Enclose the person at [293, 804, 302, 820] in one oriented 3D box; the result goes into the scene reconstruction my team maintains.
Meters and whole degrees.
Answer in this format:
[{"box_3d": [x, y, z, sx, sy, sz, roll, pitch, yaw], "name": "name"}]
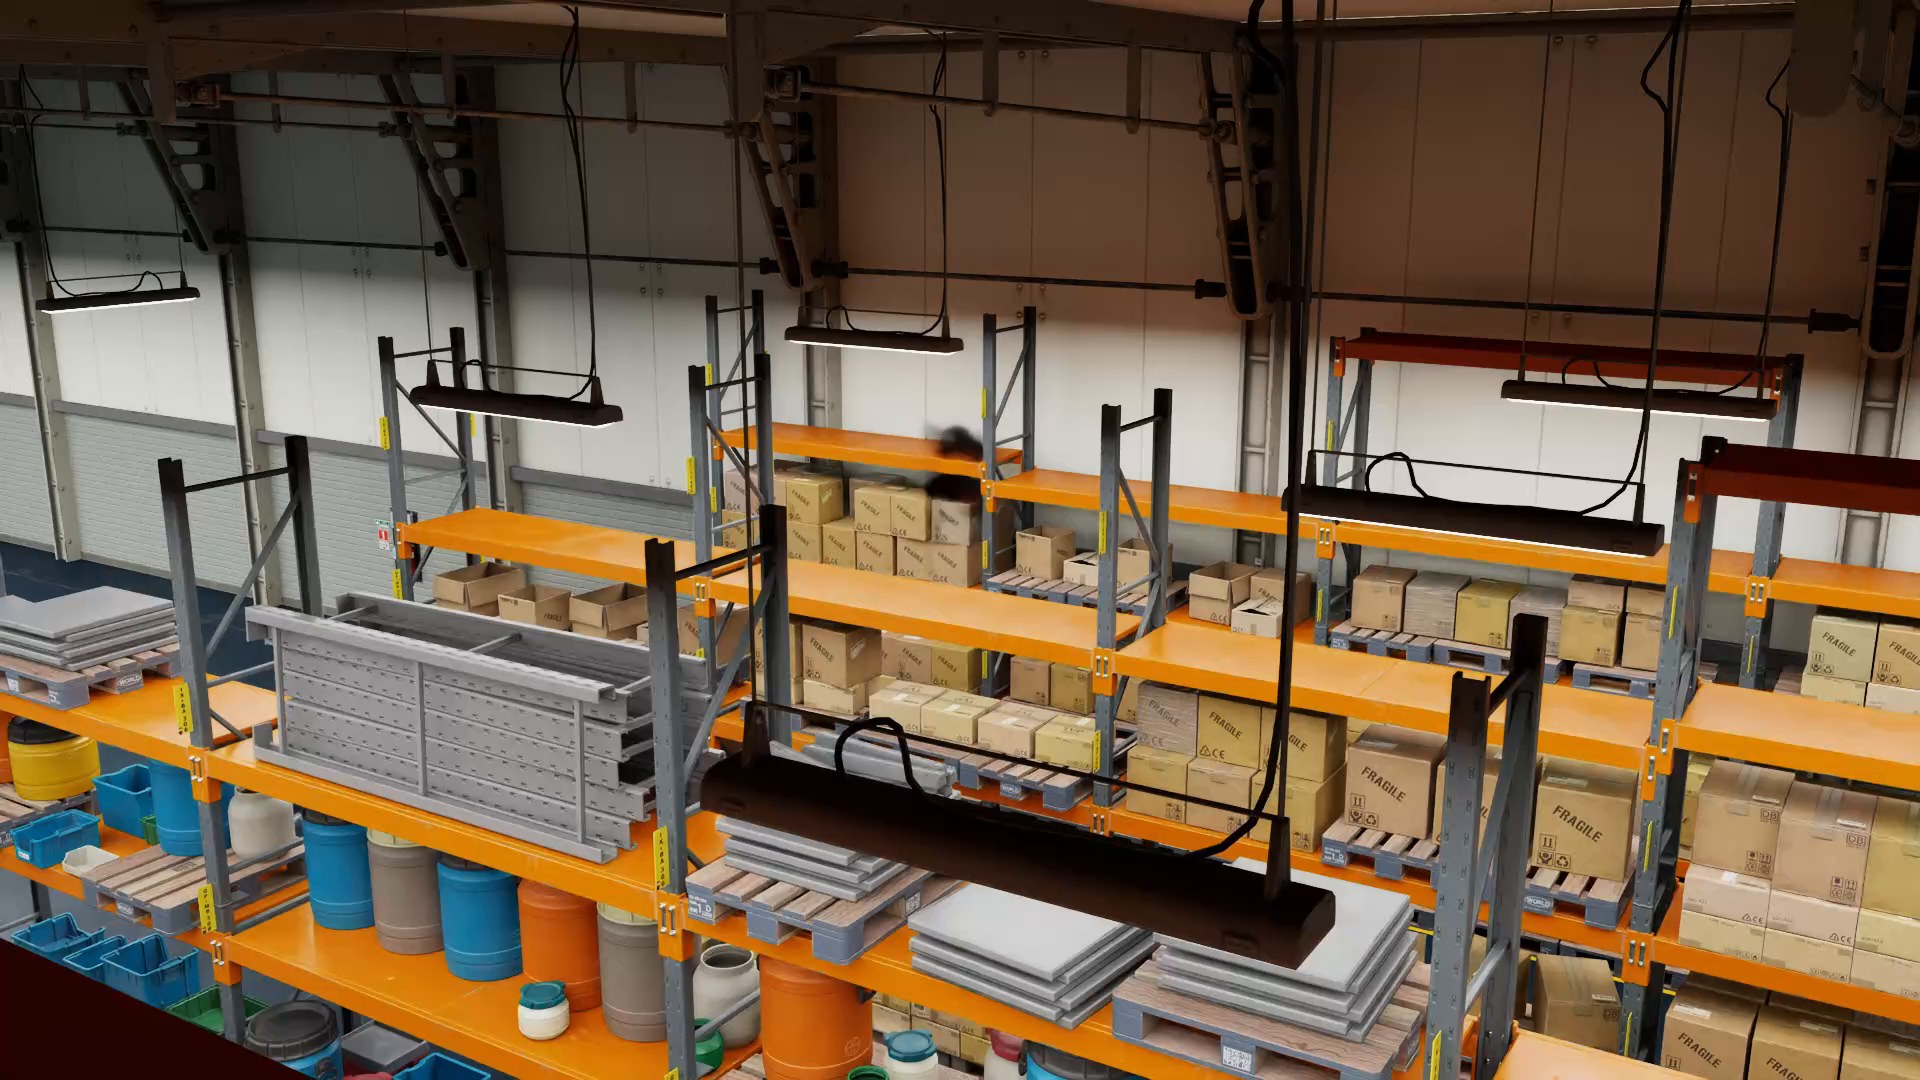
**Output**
[{"box_3d": [-8.008, 2.660, 19.196, 0.723, 1.650, 0.554, -10, 17, -34], "name": "person"}]
